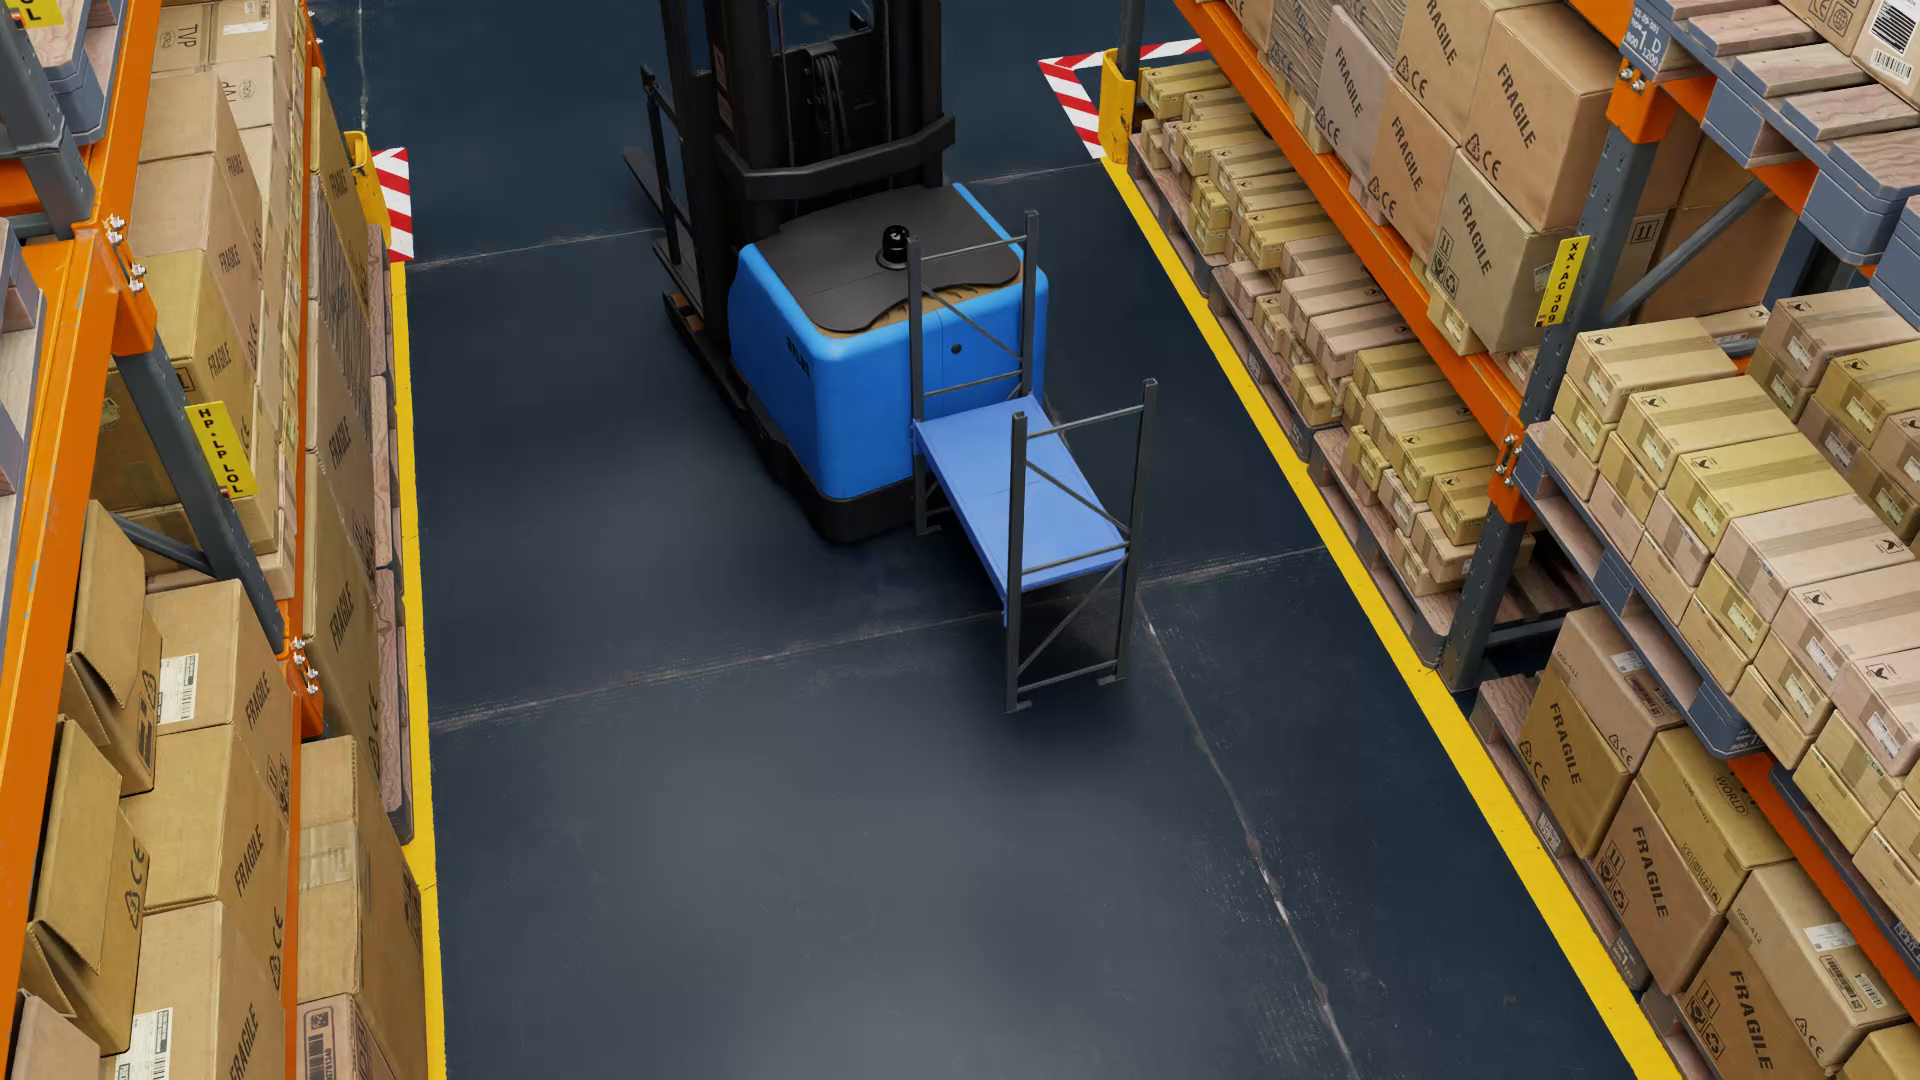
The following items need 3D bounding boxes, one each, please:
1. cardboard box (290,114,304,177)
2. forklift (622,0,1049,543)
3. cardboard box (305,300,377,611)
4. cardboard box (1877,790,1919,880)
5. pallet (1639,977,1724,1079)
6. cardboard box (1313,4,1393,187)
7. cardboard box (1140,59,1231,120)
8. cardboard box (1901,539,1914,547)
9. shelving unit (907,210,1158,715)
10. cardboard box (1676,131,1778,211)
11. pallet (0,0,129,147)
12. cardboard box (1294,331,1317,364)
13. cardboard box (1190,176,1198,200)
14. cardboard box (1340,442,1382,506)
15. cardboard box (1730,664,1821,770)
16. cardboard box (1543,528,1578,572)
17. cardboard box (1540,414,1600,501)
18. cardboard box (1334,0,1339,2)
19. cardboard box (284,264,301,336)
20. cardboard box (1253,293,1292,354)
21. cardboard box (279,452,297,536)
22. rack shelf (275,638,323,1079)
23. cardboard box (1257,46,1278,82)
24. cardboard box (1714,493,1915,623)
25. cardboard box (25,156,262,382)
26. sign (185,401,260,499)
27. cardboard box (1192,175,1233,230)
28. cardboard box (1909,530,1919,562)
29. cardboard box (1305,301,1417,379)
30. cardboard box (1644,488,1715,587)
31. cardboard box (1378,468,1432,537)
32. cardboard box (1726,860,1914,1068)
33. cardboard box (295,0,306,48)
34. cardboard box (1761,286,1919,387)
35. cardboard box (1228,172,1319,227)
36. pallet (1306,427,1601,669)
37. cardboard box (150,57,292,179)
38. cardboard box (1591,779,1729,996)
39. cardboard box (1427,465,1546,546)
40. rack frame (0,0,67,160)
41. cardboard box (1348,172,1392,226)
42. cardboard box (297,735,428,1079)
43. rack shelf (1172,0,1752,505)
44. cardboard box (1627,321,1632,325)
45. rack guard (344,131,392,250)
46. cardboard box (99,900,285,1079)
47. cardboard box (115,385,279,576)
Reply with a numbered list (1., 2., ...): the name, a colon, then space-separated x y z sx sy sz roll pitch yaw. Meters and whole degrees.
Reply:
1. cardboard box: -2.814 -1.532 6.578 0.380 0.149 0.250 -12 47 -11
2. forklift: -0.765 -2.068 6.975 1.130 2.935 3.031 -21 49 -19
3. cardboard box: -2.785 -0.244 6.334 0.875 0.875 0.875 -11 47 -10
4. cardboard box: 2.417 0.686 3.902 0.380 0.149 0.250 -12 47 -11
5. pallet: 2.875 1.771 5.118 1.003 0.211 1.213 -11 47 -10
6. cardboard box: 1.703 -1.710 6.298 0.500 0.500 0.500 -11 47 -11
7. cardboard box: 1.140 -2.282 8.422 0.380 0.149 0.250 -13 47 -12
8. cardboard box: 2.780 -0.056 4.837 0.380 0.149 0.250 -11 47 -10
9. shelving unit: 0.226 -0.271 6.216 0.538 1.500 1.048 -15 47 -14
10. cardboard box: 2.478 -1.432 5.325 0.500 0.500 0.500 -10 46 -9
11. pallet: -2.662 -1.335 4.171 1.003 0.211 1.213 -11 47 -10
12. cardboard box: 1.700 -0.917 7.293 0.380 0.149 0.250 -13 47 -12
13. cardboard box: 1.375 -1.741 8.309 0.380 0.149 0.250 -10 46 -10
14. cardboard box: 1.813 -0.309 6.906 0.380 0.149 0.250 -12 47 -12
15. cardboard box: 2.280 0.423 4.367 0.380 0.149 0.250 -13 47 -12
16. cardboard box: 2.575 -0.046 6.647 0.380 0.149 0.250 -13 47 -12
17. cardboard box: 2.014 -0.289 5.066 0.380 0.149 0.250 -13 47 -12
18. cardboard box: 1.573 -2.417 6.291 0.500 0.500 0.500 -12 47 -12
19. cardboard box: -2.549 -0.821 5.881 0.380 0.149 0.250 -10 46 -10
20. cardboard box: 1.568 -1.011 7.594 0.380 0.149 0.250 -11 47 -10
21. cardboard box: -2.284 -0.108 5.182 0.380 0.149 0.250 -12 47 -12
22. rack shelf: -1.951 1.883 3.559 1.077 0.370 4.000 -11 47 -10
23. cardboard box: 1.503 -2.092 7.126 0.380 0.149 0.250 -12 47 -11
24. cardboard box: 2.216 0.044 4.323 0.380 0.149 0.250 -11 47 -11
25. cardboard box: -2.457 -0.782 5.039 0.500 0.500 0.500 -11 47 -10
26. sign: -1.940 -0.233 4.373 0.100 0.325 0.005 -11 47 -10
27. cardboard box: 1.344 -1.643 8.005 0.380 0.149 0.250 -9 46 -9
28. cardboard box: 2.854 0.031 4.544 0.380 0.149 0.250 -12 47 -12
29. cardboard box: 1.691 -0.845 7.014 0.380 0.149 0.250 -13 47 -12
30. cardboard box: 2.149 -0.037 4.610 0.380 0.149 0.250 -10 46 -9
31. cardboard box: 1.889 -0.184 6.574 0.380 0.149 0.250 -13 47 -12
32. cardboard box: 2.557 1.158 4.697 0.500 0.250 0.500 -9 46 -9
33. cardboard box: -3.077 -2.237 7.269 0.380 0.149 0.250 -10 46 -10
34. cardboard box: 2.649 -0.612 4.966 0.380 0.149 0.250 -9 46 -8
35. cardboard box: 1.473 -1.567 7.721 0.380 0.149 0.250 -9 46 -9
36. pallet: 2.152 -0.068 6.919 1.003 0.211 1.213 -11 47 -10
37. cardboard box: -2.846 -1.575 6.341 0.500 0.250 0.500 -12 47 -12
38. cardboard box: 2.428 1.065 5.313 0.500 0.500 0.500 -9 46 -9
39. cardboard box: 2.015 -0.142 6.325 0.380 0.149 0.250 -9 46 -9
40. rack frame: -2.463 -1.849 2.512 1.000 3.000 0.127 -11 47 -10
41. cardboard box: 1.736 -1.371 6.420 0.380 0.149 0.250 -13 47 -12
42. cardboard box: -2.279 1.286 4.834 1.225 0.875 0.875 -11 47 -10
43. rack shelf: 1.846 -1.715 7.085 1.077 0.370 4.000 -11 47 -10
44. cardboard box: 2.464 -0.919 5.977 0.380 0.149 0.250 -9 46 -9
45. rack guard: -3.493 -1.653 8.270 1.175 0.500 0.348 -11 47 -10
46. cardboard box: -1.818 1.191 3.663 0.500 0.500 0.500 -11 47 -11
47. cardboard box: -2.330 -0.173 4.967 0.500 0.250 0.500 -11 47 -11
